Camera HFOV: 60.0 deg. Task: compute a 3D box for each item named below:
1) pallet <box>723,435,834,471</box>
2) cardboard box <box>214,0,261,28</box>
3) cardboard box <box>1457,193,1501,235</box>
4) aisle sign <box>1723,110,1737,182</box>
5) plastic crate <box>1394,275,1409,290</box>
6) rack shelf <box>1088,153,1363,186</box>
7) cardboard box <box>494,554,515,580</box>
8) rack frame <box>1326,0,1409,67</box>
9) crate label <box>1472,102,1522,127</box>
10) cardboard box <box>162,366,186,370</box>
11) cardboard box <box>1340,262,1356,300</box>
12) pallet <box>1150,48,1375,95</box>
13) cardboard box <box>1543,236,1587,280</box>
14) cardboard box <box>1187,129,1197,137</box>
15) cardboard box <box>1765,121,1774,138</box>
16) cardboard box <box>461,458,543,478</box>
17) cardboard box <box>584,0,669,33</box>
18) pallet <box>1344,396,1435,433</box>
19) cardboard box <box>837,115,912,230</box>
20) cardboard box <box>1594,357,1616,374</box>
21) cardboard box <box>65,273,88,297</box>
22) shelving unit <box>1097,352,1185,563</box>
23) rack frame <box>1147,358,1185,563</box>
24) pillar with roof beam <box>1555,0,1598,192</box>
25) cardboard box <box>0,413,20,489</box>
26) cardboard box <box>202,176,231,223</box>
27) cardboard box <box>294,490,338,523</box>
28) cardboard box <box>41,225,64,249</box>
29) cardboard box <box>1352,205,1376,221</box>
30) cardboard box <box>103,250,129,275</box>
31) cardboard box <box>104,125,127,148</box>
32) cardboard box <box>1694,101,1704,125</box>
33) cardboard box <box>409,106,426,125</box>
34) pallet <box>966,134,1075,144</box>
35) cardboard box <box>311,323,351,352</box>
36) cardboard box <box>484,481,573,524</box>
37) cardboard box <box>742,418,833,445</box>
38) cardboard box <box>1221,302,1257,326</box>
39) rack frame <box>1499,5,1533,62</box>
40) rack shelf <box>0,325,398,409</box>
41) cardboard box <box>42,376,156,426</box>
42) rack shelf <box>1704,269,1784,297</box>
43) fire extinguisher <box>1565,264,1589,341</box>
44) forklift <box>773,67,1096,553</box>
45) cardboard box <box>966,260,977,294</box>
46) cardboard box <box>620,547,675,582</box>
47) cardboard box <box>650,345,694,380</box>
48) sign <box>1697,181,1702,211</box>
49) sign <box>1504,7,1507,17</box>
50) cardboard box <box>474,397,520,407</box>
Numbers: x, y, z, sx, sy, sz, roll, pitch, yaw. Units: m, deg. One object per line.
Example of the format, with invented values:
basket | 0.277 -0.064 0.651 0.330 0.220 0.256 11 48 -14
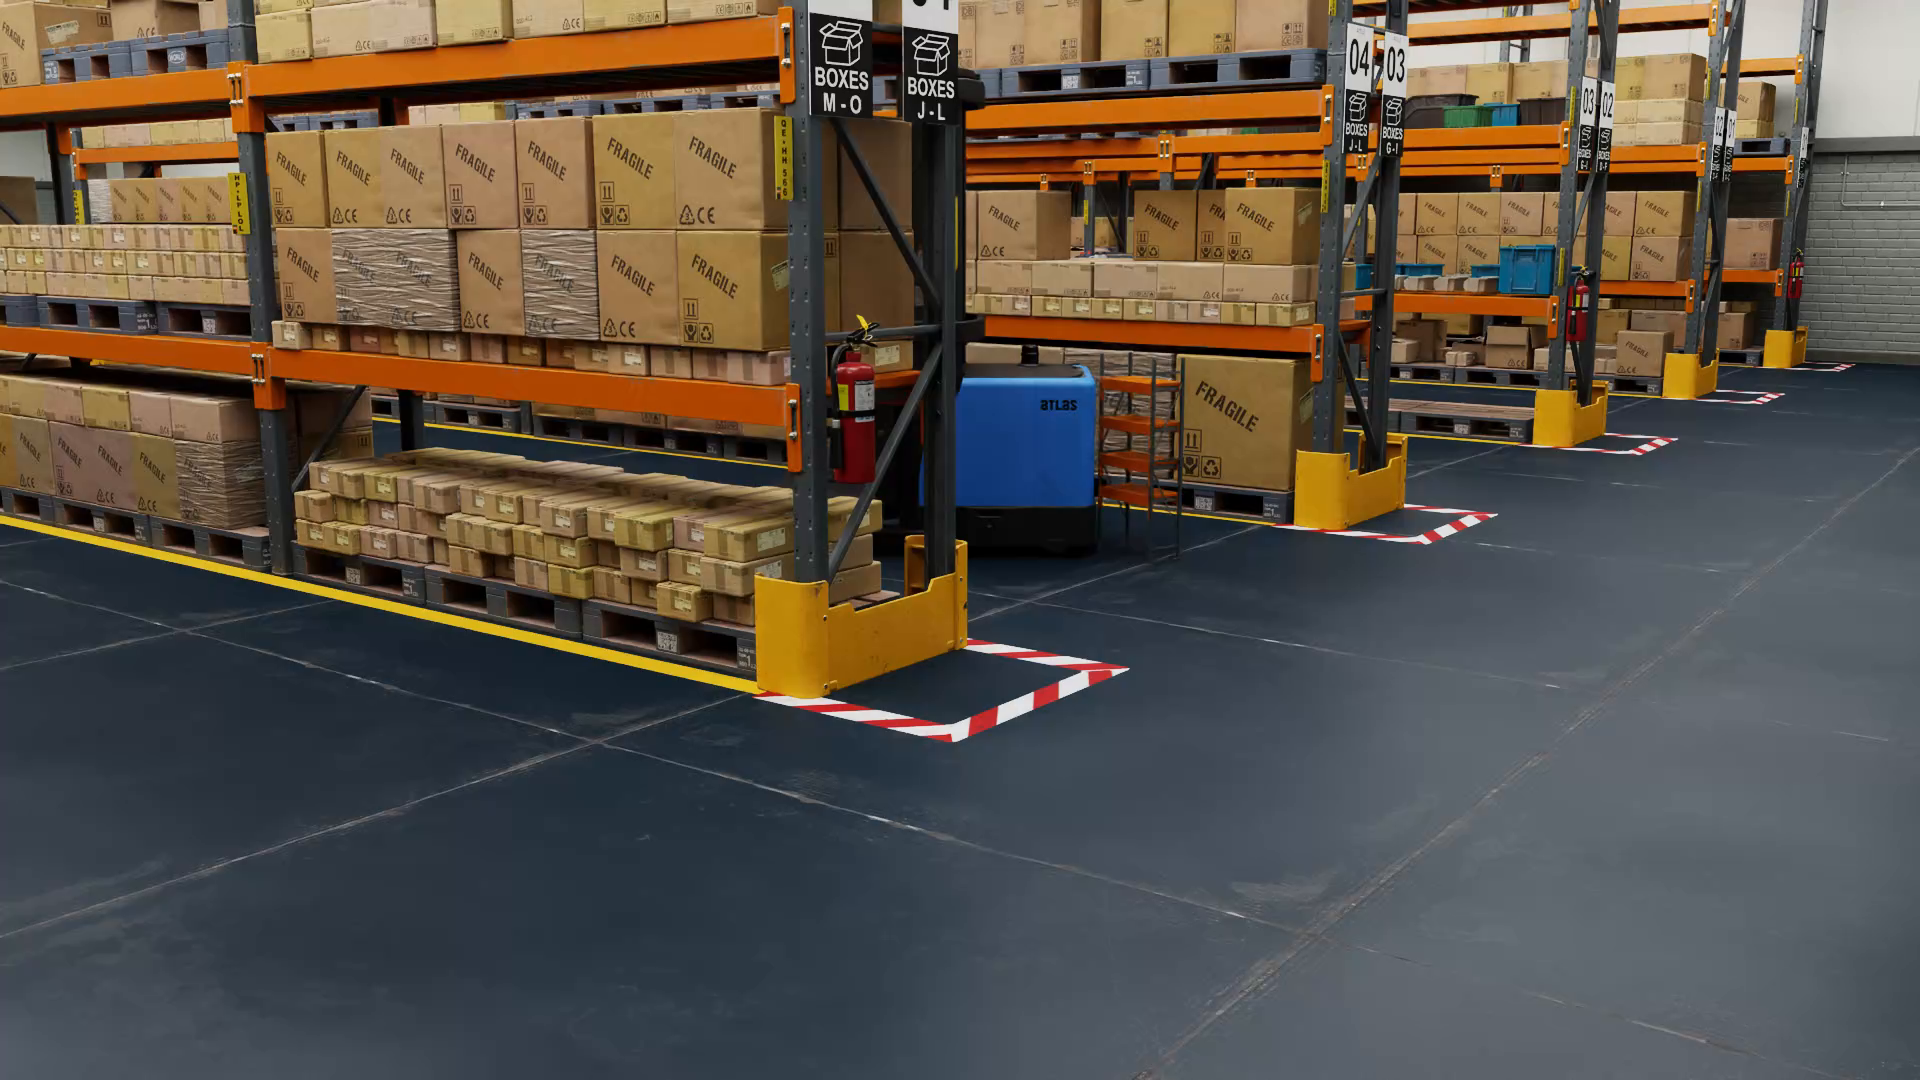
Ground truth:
pallet | -1.236 -0.797 14.095 1.213 0.211 1.003 8 13 36
cardboard box | -3.827 -3.131 9.548 0.500 0.500 0.700 8 14 36
cardboard box | 6.341 -3.935 20.079 0.500 0.500 0.500 7 13 34
aisle sign | 8.750 -4.471 18.900 0.004 0.787 0.394 8 13 36
plastic crate | 4.109 -2.456 15.866 0.250 0.136 0.298 8 13 36
rack shelf | 3.686 -4.952 22.224 4.000 0.370 1.077 8 13 36
cardboard box | -2.156 0.098 8.526 0.250 0.149 0.380 8 14 37
rack frame | 2.655 -4.587 10.547 0.127 3.000 1.000 8 13 36
crate label | 5.034 -3.953 15.557 0.502 0.251 0.408 8 13 36
cardboard box | -9.246 -2.284 19.916 0.500 0.500 0.500 -9 14 -38
cardboard box | 2.428 -1.809 11.595 0.500 0.250 0.500 8 13 34
pallet | 2.051 -3.152 11.263 1.213 0.211 1.003 8 13 36
cardboard box | 7.180 -3.330 19.582 0.500 0.500 0.500 8 14 36
cardboard box | 3.275 -5.419 22.483 0.500 0.500 0.910 8 13 36
cardboard box | 11.008 -5.690 23.174 0.500 0.250 0.500 9 14 38
cardboard box | -2.548 -0.351 9.280 0.250 0.149 0.380 8 14 37
cardboard box | -1.301 -2.359 7.326 0.500 0.250 0.500 8 14 36
pallet | 3.966 -1.267 16.521 1.213 0.211 1.003 8 13 36
cardboard box | -0.567 -1.671 7.589 0.500 0.500 0.500 8 13 35
cardboard box | 7.664 -2.065 19.609 0.250 0.166 0.380 8 13 36
cardboard box | -5.499 -1.646 10.695 0.250 0.149 0.380 8 14 36
shelving unit | 1.081 -0.504 9.976 0.258 1.200 0.503 -7 13 -32
rack frame | 1.213 -0.465 9.775 0.240 1.200 0.015 -7 13 -32
pillar with roof beam | 6.755 -6.706 21.502 0.400 9.000 9.100 8 13 36
cardboard box | -6.391 -0.653 11.484 0.500 0.500 0.500 7 13 33
cardboard box | -7.946 -3.741 18.291 0.500 0.500 0.500 8 13 36
cardboard box | -3.484 -0.206 9.314 0.250 0.149 0.380 9 14 38
cardboard box | -5.707 -1.968 10.795 0.250 0.149 0.380 9 14 38
cardboard box | 6.470 -5.126 26.055 0.500 0.250 0.500 8 13 34
cardboard box | -5.089 -1.734 10.369 0.250 0.149 0.380 8 14 36
cardboard box | -9.586 -4.689 19.365 0.500 0.250 0.500 8 13 34
cardboard box | 8.262 -4.900 19.140 0.500 0.250 0.500 8 13 36
cardboard box | -5.132 -4.066 16.149 0.500 0.250 0.500 8 14 37
pallet | 0.757 -4.430 18.129 1.213 0.211 1.003 8 13 36
cardboard box | -3.300 -1.120 9.084 0.250 0.149 0.380 8 14 37
cardboard box | -2.187 -0.192 8.457 0.250 0.149 0.380 8 14 36
cardboard box | -1.097 -1.323 13.959 0.875 0.875 1.225 8 14 36
cardboard box | 1.963 -1.537 11.237 0.250 0.149 0.380 8 14 36
rack frame | 8.227 -7.311 24.631 0.127 3.000 1.000 8 13 36
rack shelf | -5.198 -1.215 10.806 4.000 0.370 1.077 8 13 36
cardboard box | -5.598 -0.911 10.841 0.500 0.250 0.500 8 14 36
rack shelf | 9.839 -3.788 24.107 4.000 0.370 1.077 8 13 36
fire extinguisher | 5.439 -2.092 14.632 0.183 0.674 0.296 8 13 36
forklift | -0.684 -1.438 10.246 3.031 2.935 1.130 0 11 2
cardboard box | 0.052 -2.014 12.654 0.500 0.250 0.500 8 13 35
cardboard box | -1.377 0.080 7.835 0.250 0.149 0.380 7 13 33
cardboard box | -1.182 -0.823 7.548 0.250 0.149 0.380 8 13 35
sign | 8.177 -3.798 18.386 0.005 0.325 0.100 8 13 36
sign | 7.915 -7.725 24.098 0.005 0.325 0.100 8 13 36
cardboard box | -4.345 -1.602 16.335 0.500 0.500 0.700 7 13 33
